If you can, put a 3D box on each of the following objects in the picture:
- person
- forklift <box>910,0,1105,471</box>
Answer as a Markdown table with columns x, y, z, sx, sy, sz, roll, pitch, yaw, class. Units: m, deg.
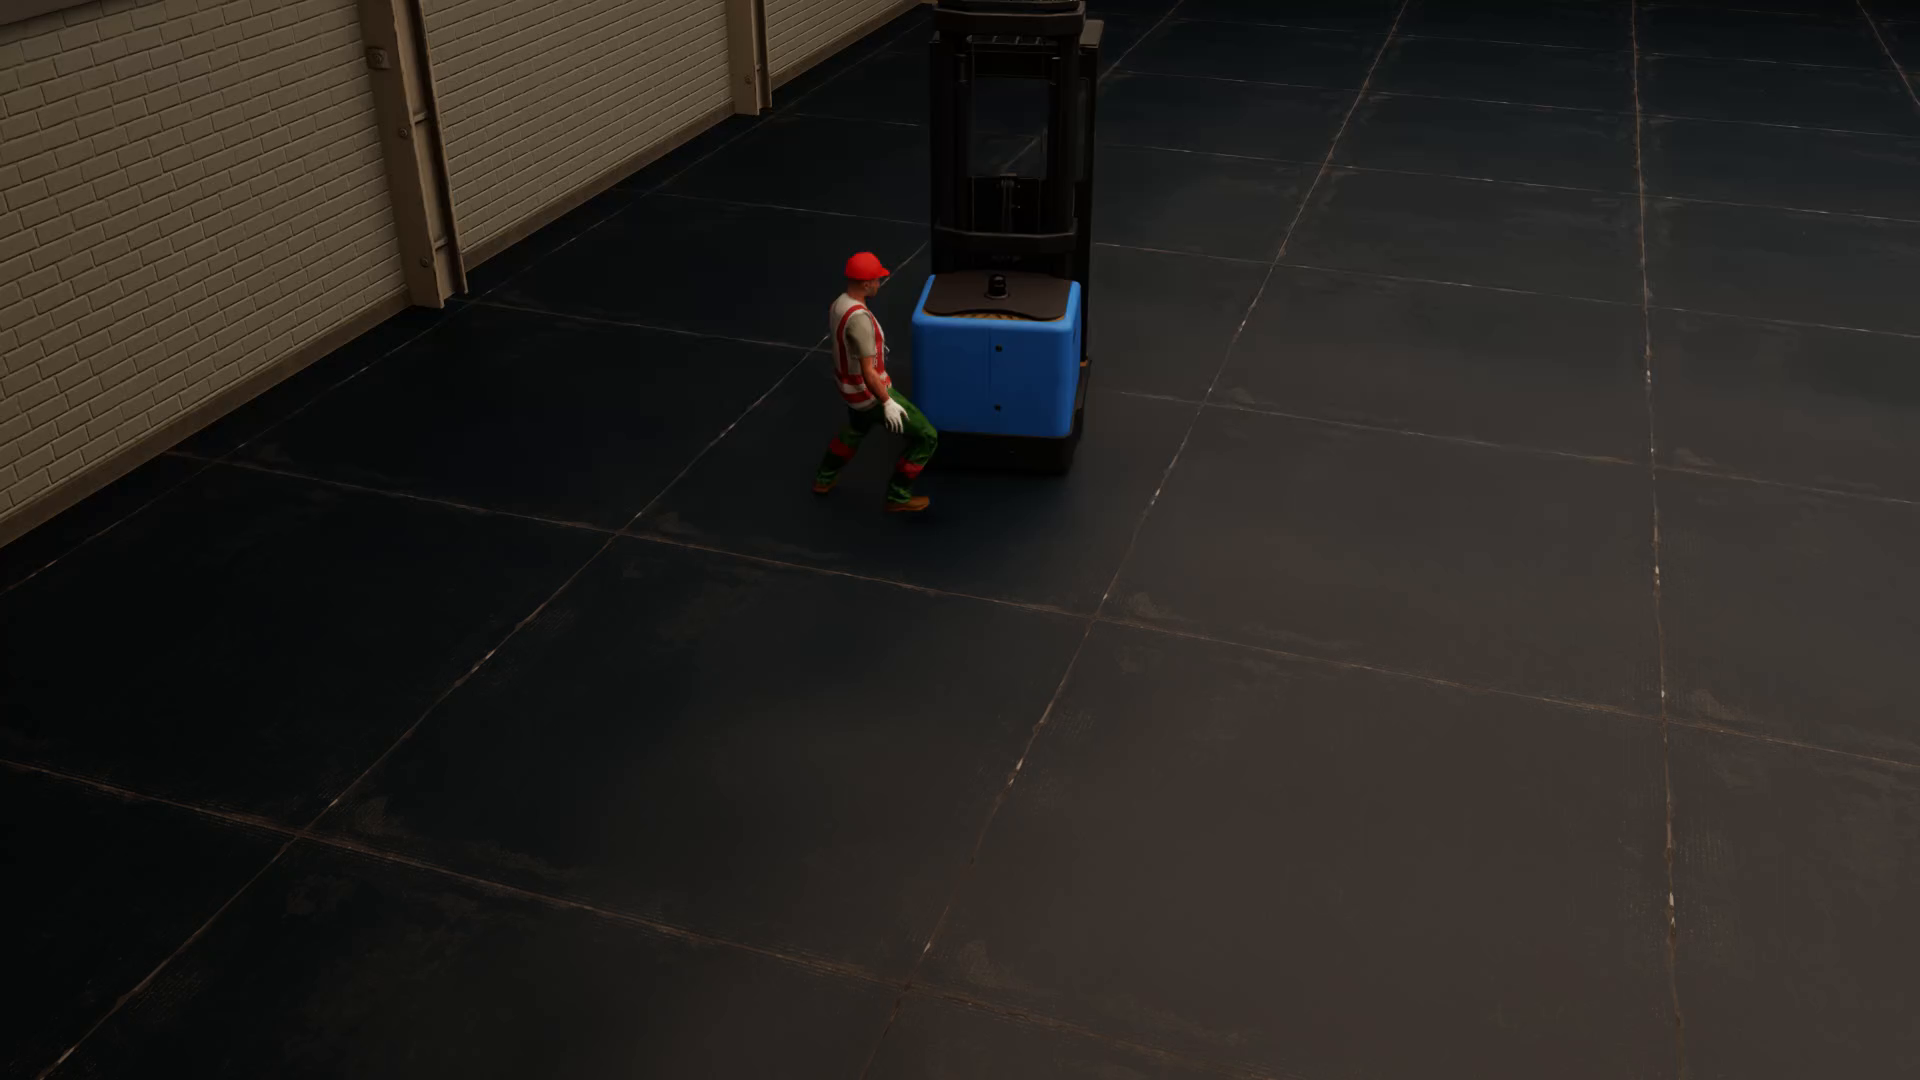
| x | y | z | sx | sy | sz | roll | pitch | yaw | class |
| --- | --- | --- | --- | --- | --- | --- | --- | --- | --- |
| -0.553 | -0.960 | 10.147 | 0.678 | 1.650 | 0.994 | -9 | 31 | -15 | person |
| 0.379 | -2.424 | 11.389 | 1.130 | 2.935 | 3.031 | 4 | 30 | 6 | forklift |
